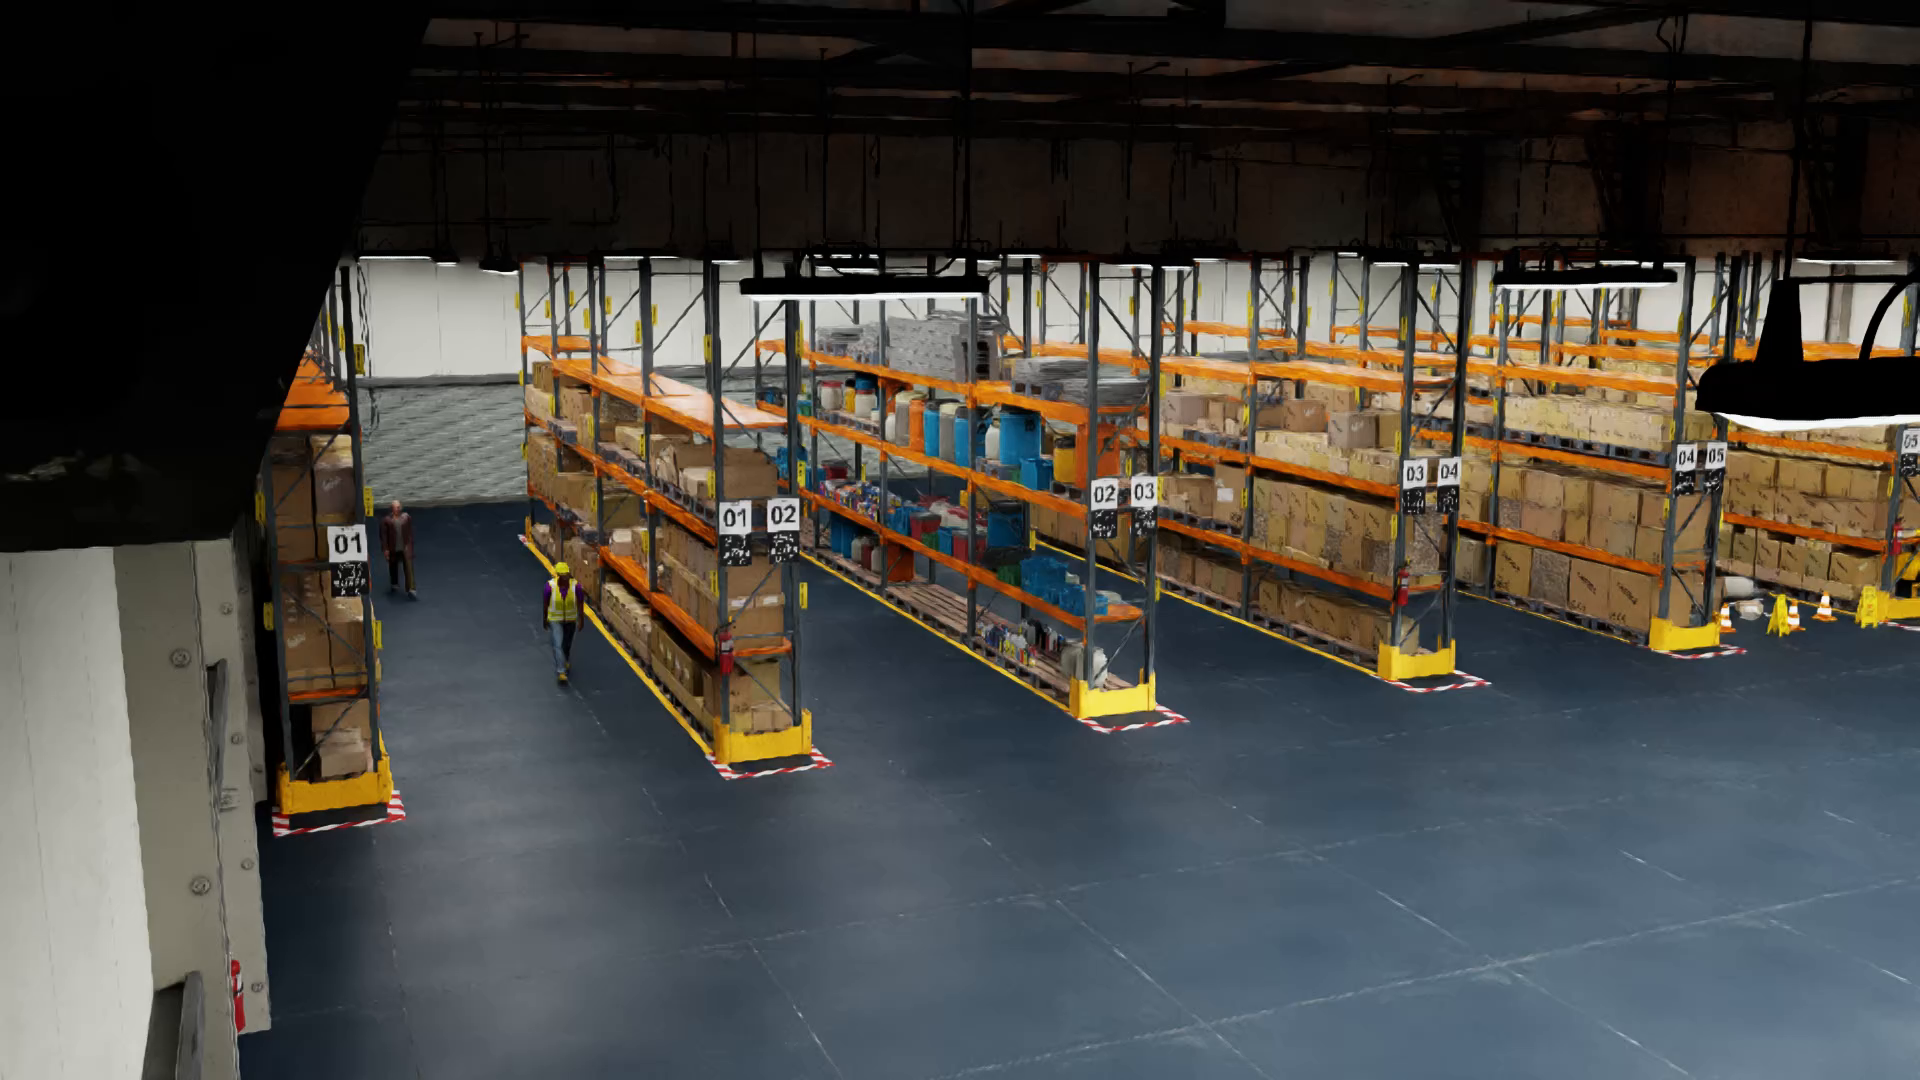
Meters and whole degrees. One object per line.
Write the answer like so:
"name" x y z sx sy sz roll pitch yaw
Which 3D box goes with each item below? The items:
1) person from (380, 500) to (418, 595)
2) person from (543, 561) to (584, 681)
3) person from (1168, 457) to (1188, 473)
"person" -9.986 0.116 29.549 0.588 1.694 1.186 -5 11 -24
"person" -5.727 1.133 24.099 0.575 1.689 1.128 -5 11 -24
"person" 5.534 -2.121 41.798 0.661 1.758 0.550 8 13 37
